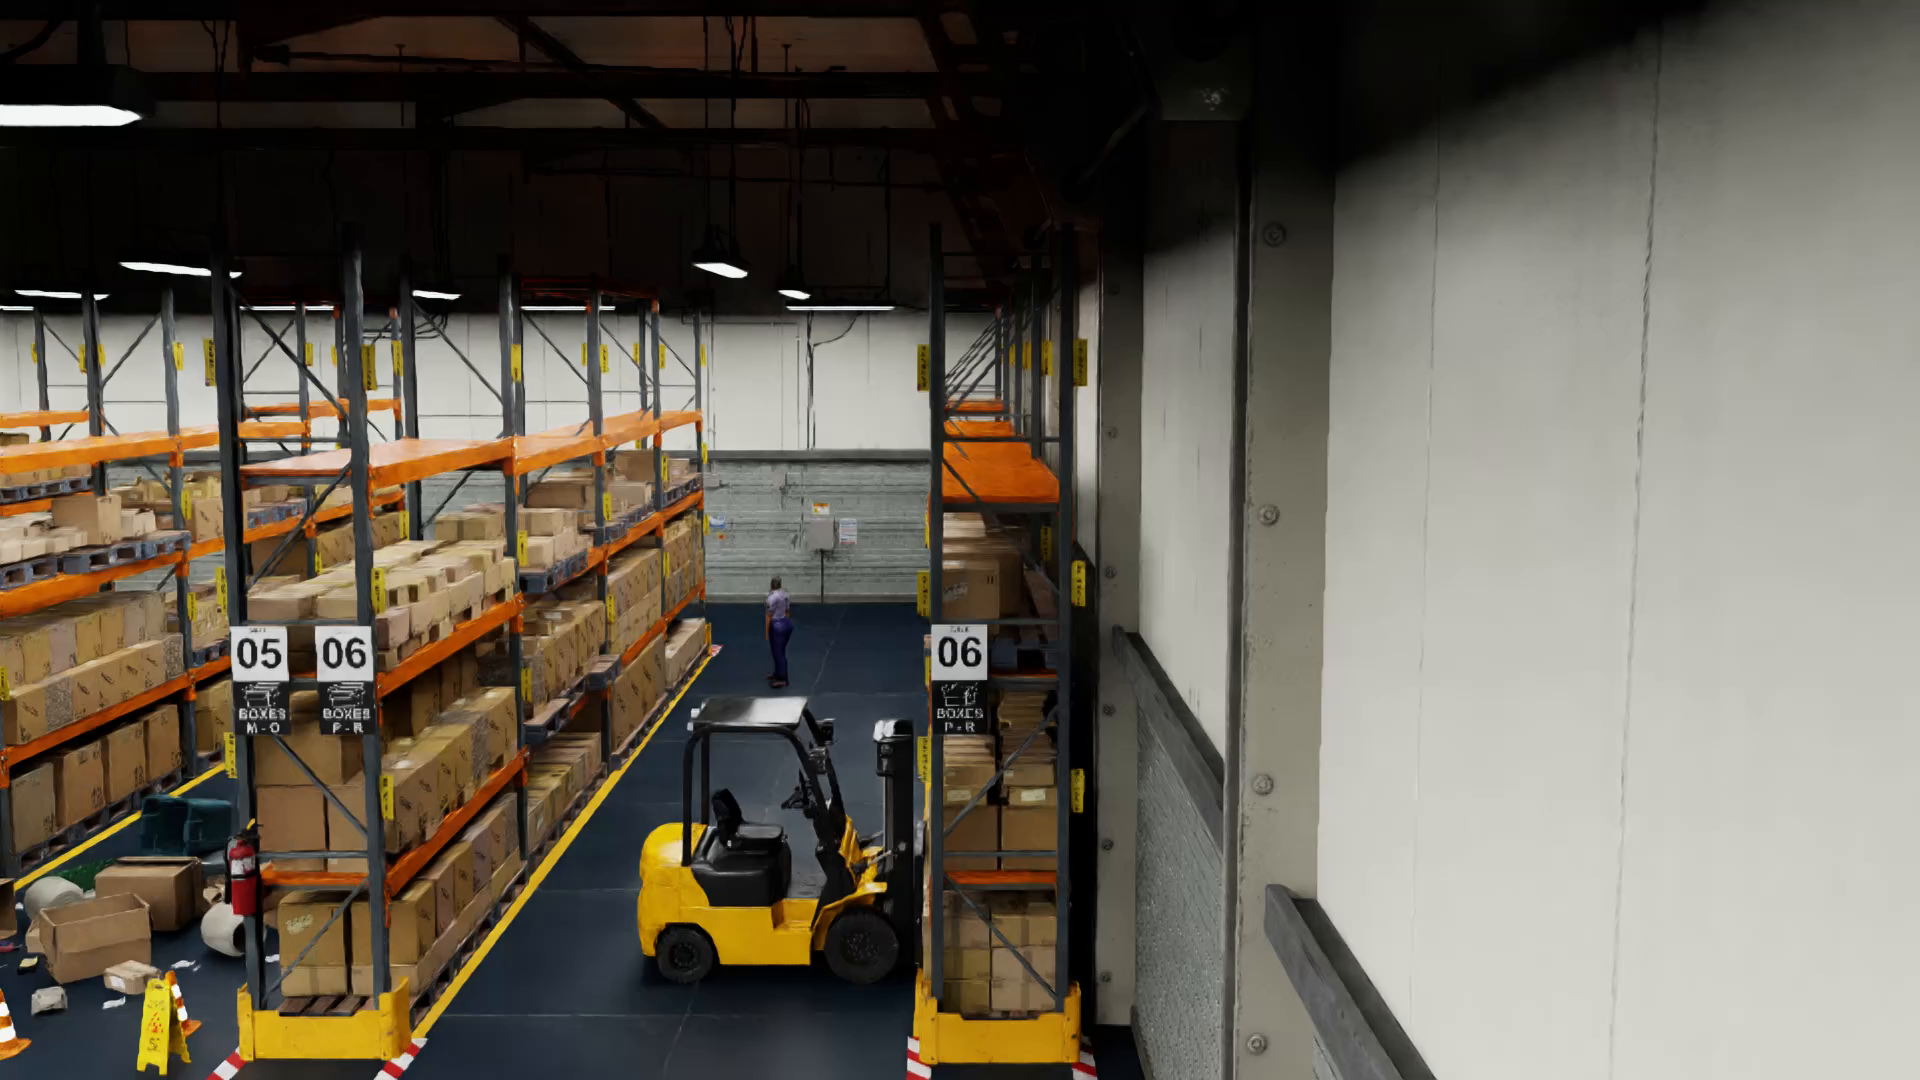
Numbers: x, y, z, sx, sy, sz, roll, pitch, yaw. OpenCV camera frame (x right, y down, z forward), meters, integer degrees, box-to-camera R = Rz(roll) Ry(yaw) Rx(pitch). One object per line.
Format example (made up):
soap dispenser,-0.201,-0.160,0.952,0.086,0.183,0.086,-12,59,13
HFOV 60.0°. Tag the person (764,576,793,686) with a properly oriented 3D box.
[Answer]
person,-2.818,1.370,25.485,0.567,1.641,0.611,3,7,25
